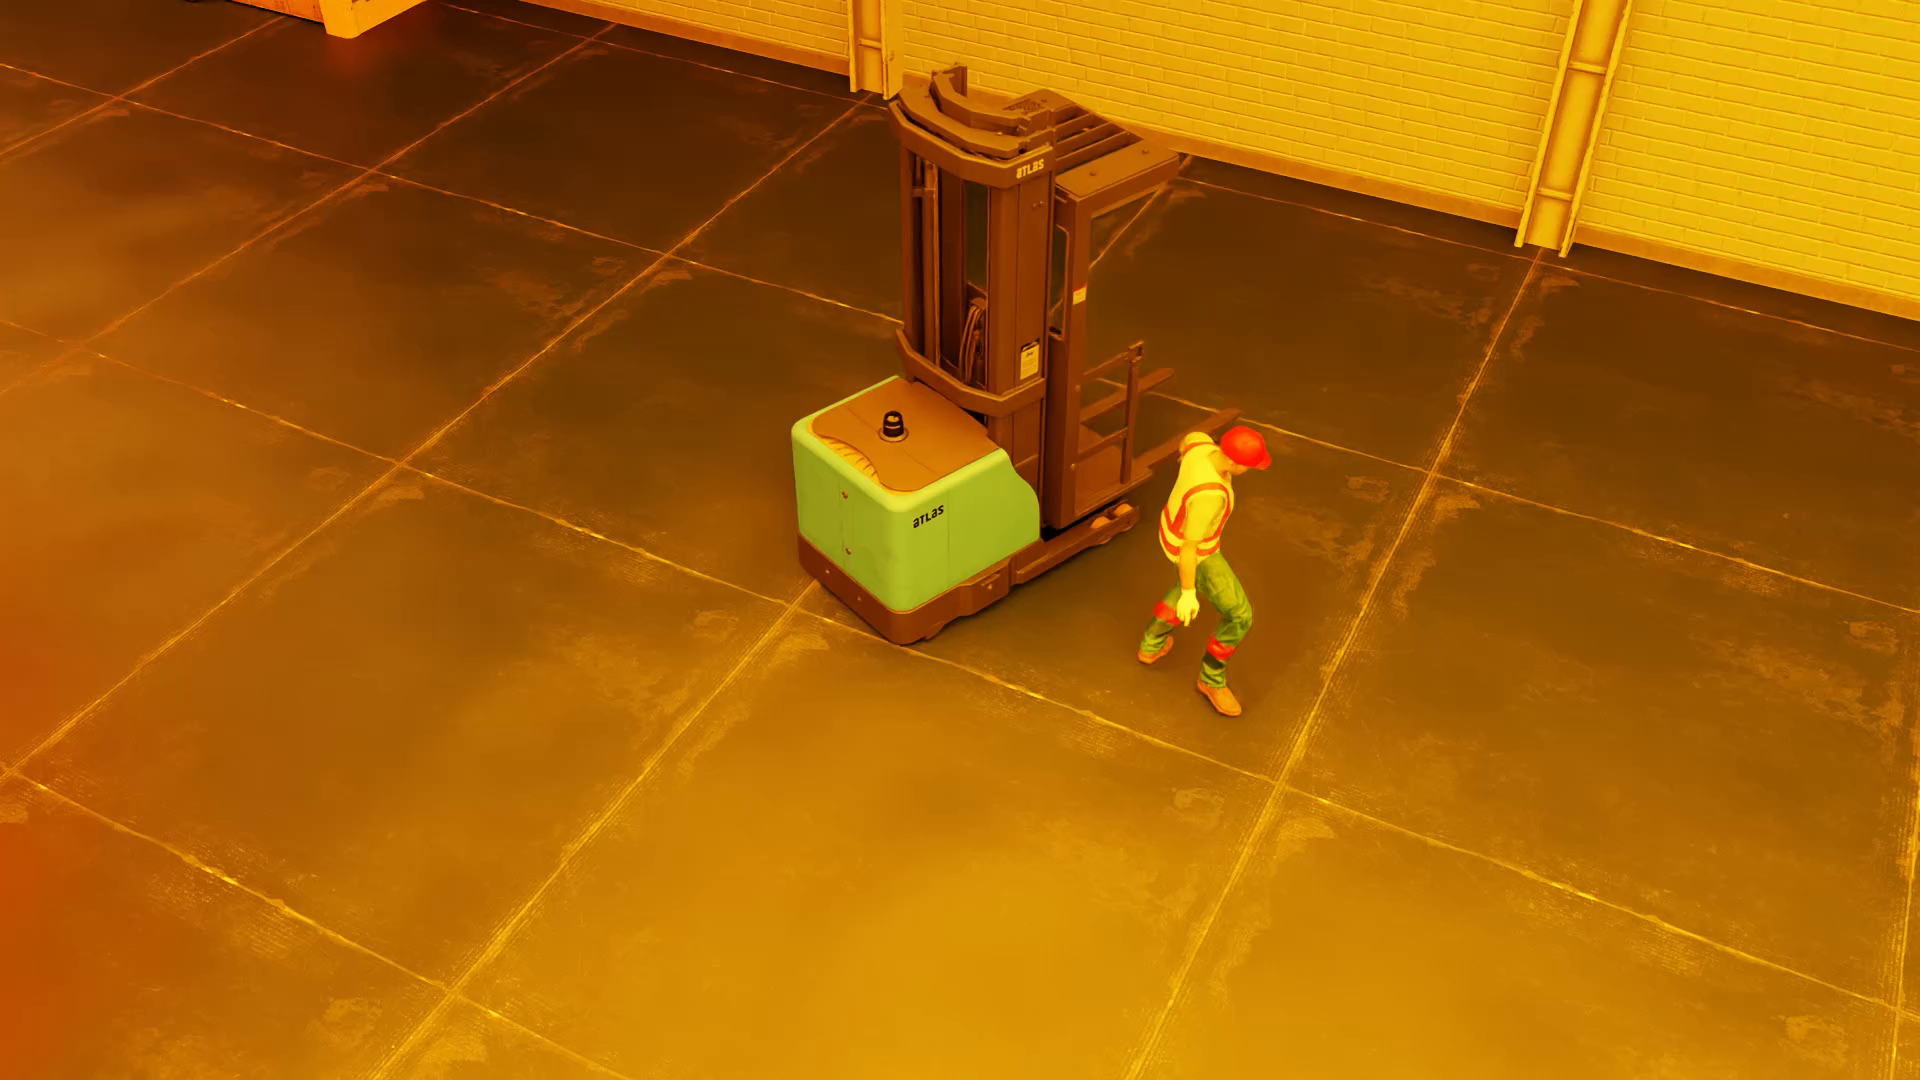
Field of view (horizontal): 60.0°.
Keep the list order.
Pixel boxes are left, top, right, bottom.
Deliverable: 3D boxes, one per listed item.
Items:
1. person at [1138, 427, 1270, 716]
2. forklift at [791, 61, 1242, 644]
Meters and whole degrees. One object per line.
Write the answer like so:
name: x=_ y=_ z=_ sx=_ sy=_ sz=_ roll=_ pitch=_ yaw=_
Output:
person: x=1.288 y=0.013 z=8.972 sx=0.560 sy=1.704 sz=1.145 roll=-2 pitch=40 yaw=-3
forklift: x=0.483 y=-1.331 z=9.567 sx=3.031 sy=2.935 sz=1.130 roll=-29 pitch=48 yaw=-30
